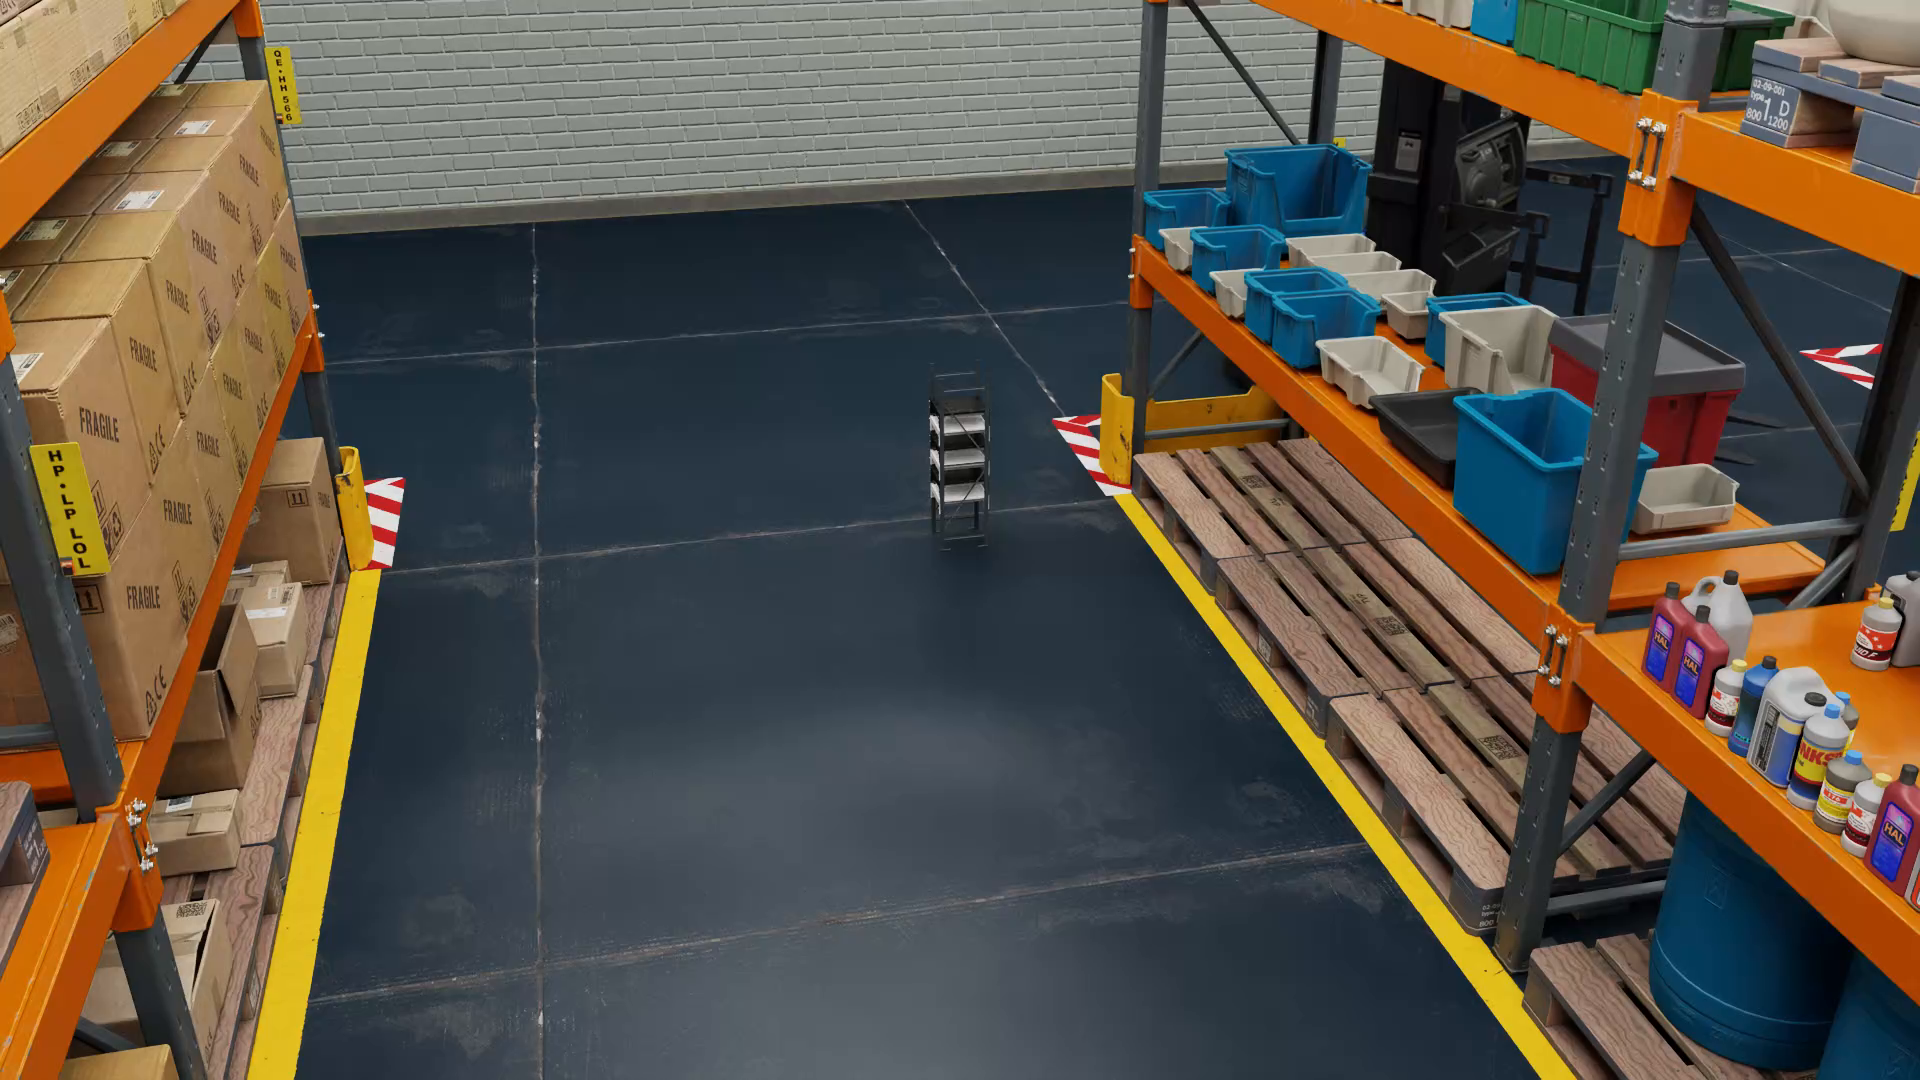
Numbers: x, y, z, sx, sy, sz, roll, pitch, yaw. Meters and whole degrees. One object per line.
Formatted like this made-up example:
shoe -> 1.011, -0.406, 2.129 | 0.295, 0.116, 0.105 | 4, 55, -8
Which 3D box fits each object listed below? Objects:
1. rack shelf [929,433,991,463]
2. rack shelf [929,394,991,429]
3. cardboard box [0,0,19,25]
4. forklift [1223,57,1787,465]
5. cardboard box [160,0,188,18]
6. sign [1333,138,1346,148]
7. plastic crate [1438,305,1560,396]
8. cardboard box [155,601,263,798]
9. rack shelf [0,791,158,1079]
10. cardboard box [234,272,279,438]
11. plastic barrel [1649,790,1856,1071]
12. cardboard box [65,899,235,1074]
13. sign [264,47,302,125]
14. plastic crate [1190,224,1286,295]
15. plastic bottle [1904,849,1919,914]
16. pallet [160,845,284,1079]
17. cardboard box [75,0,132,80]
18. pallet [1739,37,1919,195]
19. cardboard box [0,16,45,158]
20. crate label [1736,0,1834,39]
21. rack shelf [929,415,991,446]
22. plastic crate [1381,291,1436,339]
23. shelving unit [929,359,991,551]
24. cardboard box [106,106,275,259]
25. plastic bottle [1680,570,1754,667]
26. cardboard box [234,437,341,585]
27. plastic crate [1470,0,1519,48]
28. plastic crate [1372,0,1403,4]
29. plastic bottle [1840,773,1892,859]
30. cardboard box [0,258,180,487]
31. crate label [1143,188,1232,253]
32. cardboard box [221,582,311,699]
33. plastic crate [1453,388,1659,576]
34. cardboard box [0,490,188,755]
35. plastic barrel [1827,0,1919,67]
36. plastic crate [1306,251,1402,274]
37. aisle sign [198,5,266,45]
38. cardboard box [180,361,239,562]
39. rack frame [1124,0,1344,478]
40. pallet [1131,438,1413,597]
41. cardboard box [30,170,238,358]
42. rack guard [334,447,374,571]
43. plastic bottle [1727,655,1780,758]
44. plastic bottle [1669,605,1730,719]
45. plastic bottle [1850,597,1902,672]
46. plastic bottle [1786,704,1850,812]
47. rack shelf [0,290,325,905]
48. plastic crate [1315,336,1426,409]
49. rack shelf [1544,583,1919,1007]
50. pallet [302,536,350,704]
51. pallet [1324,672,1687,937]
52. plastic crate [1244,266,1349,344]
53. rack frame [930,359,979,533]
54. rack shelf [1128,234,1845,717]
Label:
rack shelf -> -0.002, -0.456, 8.029 | 0.258, 0.077, 0.200 | -6, 27, -12
rack shelf -> -0.002, -0.617, 7.948 | 0.258, 0.077, 0.200 | -6, 27, -12
cardboard box -> -2.423, -1.226, 3.633 | 0.500, 0.250, 0.500 | -6, 27, -12
forklift -> 3.075, -2.032, 9.024 | 3.031, 2.935, 1.130 | 19, 33, 33
cardboard box -> -2.857, -1.883, 5.489 | 0.500, 0.250, 0.500 | -6, 27, -12
sign -> 1.902, -1.885, 8.475 | 0.100, 0.325, 0.005 | -6, 27, -12
plastic crate -> 2.107, -0.657, 6.287 | 0.437, 0.282, 0.530 | -6, 27, -12
cardboard box -> -2.984, 0.602, 6.012 | 0.797, 0.503, 0.637 | -6, 27, -12
rack shelf -> -2.104, 1.707, 2.338 | 1.077, 0.370, 4.000 | -6, 27, -12
cardboard box -> -2.863, -0.677, 6.151 | 0.500, 0.500, 0.500 | -6, 27, -11
plastic barrel -> 2.378, 0.996, 4.810 | 0.600, 0.901, 0.708 | -6, 27, -12
cardboard box -> -2.439, 1.305, 4.830 | 0.500, 0.311, 0.500 | -6, 27, -12
sign -> -2.911, -1.954, 7.156 | 0.100, 0.325, 0.005 | -6, 27, -12
plastic crate -> 1.253, -1.271, 7.558 | 0.416, 0.233, 0.300 | -6, 27, -12
plastic bottle -> 2.213, 0.710, 3.652 | 0.152, 0.276, 0.135 | -6, 27, -12
pallet -> -2.709, 1.451, 5.141 | 1.003, 0.211, 1.213 | -6, 27, -12
cardboard box -> -2.644, -1.443, 4.617 | 0.500, 0.250, 0.500 | -6, 27, -12
pallet -> 2.543, -0.914, 3.613 | 1.213, 0.211, 1.003 | -6, 27, -12
cardboard box -> -2.424, -1.003, 3.746 | 0.500, 0.250, 0.500 | -6, 27, -12
crate label -> 2.443, -1.459, 4.776 | 0.293, 0.136, 0.466 | -6, 27, -12
rack shelf -> -0.002, -0.536, 7.988 | 0.258, 0.077, 0.200 | -6, 27, -12
plastic crate -> 1.953, -0.943, 7.014 | 0.298, 0.136, 0.250 | -6, 27, -12
shelving unit -> -0.002, -0.405, 8.054 | 0.258, 0.900, 0.210 | -6, 27, -12
cardboard box -> -2.974, -1.350, 6.375 | 0.500, 0.500, 0.500 | -5, 27, -10
plastic bottle -> 2.044, 0.234, 4.513 | 0.144, 0.351, 0.185 | -6, 27, -12
cardboard box -> -3.094, -0.115, 7.435 | 0.500, 0.500, 0.500 | -6, 27, -12
plastic crate -> 1.755, -1.625, 4.998 | 0.416, 0.233, 0.300 | -6, 27, -12
plastic crate -> 1.569, -2.032, 5.748 | 0.437, 0.282, 0.530 | -6, 27, -12
plastic bottle -> 2.131, 0.637, 3.880 | 0.097, 0.201, 0.097 | 0, 27, 0
cardboard box -> -2.504, -0.445, 4.582 | 0.500, 0.500, 0.500 | -7, 28, -13
crate label -> 1.105, -1.560, 8.131 | 0.416, 0.233, 0.303 | -6, 27, -12
cardboard box -> -2.909, 0.417, 6.659 | 0.500, 0.250, 0.500 | -6, 27, -12
plastic crate -> 1.834, -0.184, 5.236 | 0.392, 0.384, 0.575 | -6, 27, -12
cardboard box -> -2.405, 0.212, 4.391 | 0.500, 0.500, 0.500 | -5, 27, -10
plastic barrel -> 2.146, -1.324, 3.599 | 0.433, 0.535, 0.433 | 0, 27, 0
plastic crate -> 1.782, -1.190, 7.506 | 0.396, 0.136, 0.243 | -6, 27, -12
aisle sign -> -3.174, -2.470, 6.929 | 0.394, 0.787, 0.004 | -6, 27, -12
cardboard box -> -2.634, -0.233, 5.271 | 0.500, 0.500, 0.500 | -6, 27, -12
rack frame -> 1.370, -1.750, 8.387 | 1.000, 3.000, 0.127 | -6, 27, -12
pallet -> 1.518, -0.139, 8.291 | 1.003, 0.211, 1.213 | -6, 27, -12
cardboard box -> -2.737, -0.898, 5.479 | 0.500, 0.500, 0.500 | -5, 27, -10
rack guard -> -3.440, -0.099, 7.891 | 1.175, 0.500, 0.348 | -6, 27, -12
plastic bottle -> 2.034, 0.418, 4.235 | 0.097, 0.271, 0.097 | 0, 27, 0
plastic bottle -> 1.969, 0.321, 4.414 | 0.061, 0.283, 0.133 | -6, 27, -12
plastic bottle -> 2.558, 0.256, 4.634 | 0.097, 0.201, 0.097 | 0, 27, 0
plastic bottle -> 2.087, 0.520, 4.034 | 0.097, 0.271, 0.097 | 0, 27, 0
rack shelf -> -3.006, -0.049, 5.817 | 1.077, 0.370, 4.000 | -6, 27, -12
plastic crate -> 1.586, -0.637, 6.408 | 0.293, 0.136, 0.466 | -6, 27, -12
rack shelf -> 2.722, 1.206, 3.331 | 1.077, 0.370, 4.000 | -6, 27, -12
pallet -> -3.259, 0.380, 7.263 | 1.003, 0.211, 1.213 | -6, 27, -12
pallet -> 2.068, 0.932, 6.168 | 1.003, 0.211, 1.213 | -6, 27, -12
plastic crate -> 1.402, -0.982, 6.986 | 0.416, 0.233, 0.300 | -6, 27, -12
rack frame -> -0.025, -0.450, 8.143 | 0.240, 0.900, 0.006 | -6, 27, -12
rack shelf -> 1.821, -0.550, 6.810 | 1.077, 0.370, 4.000 | -6, 27, -12
